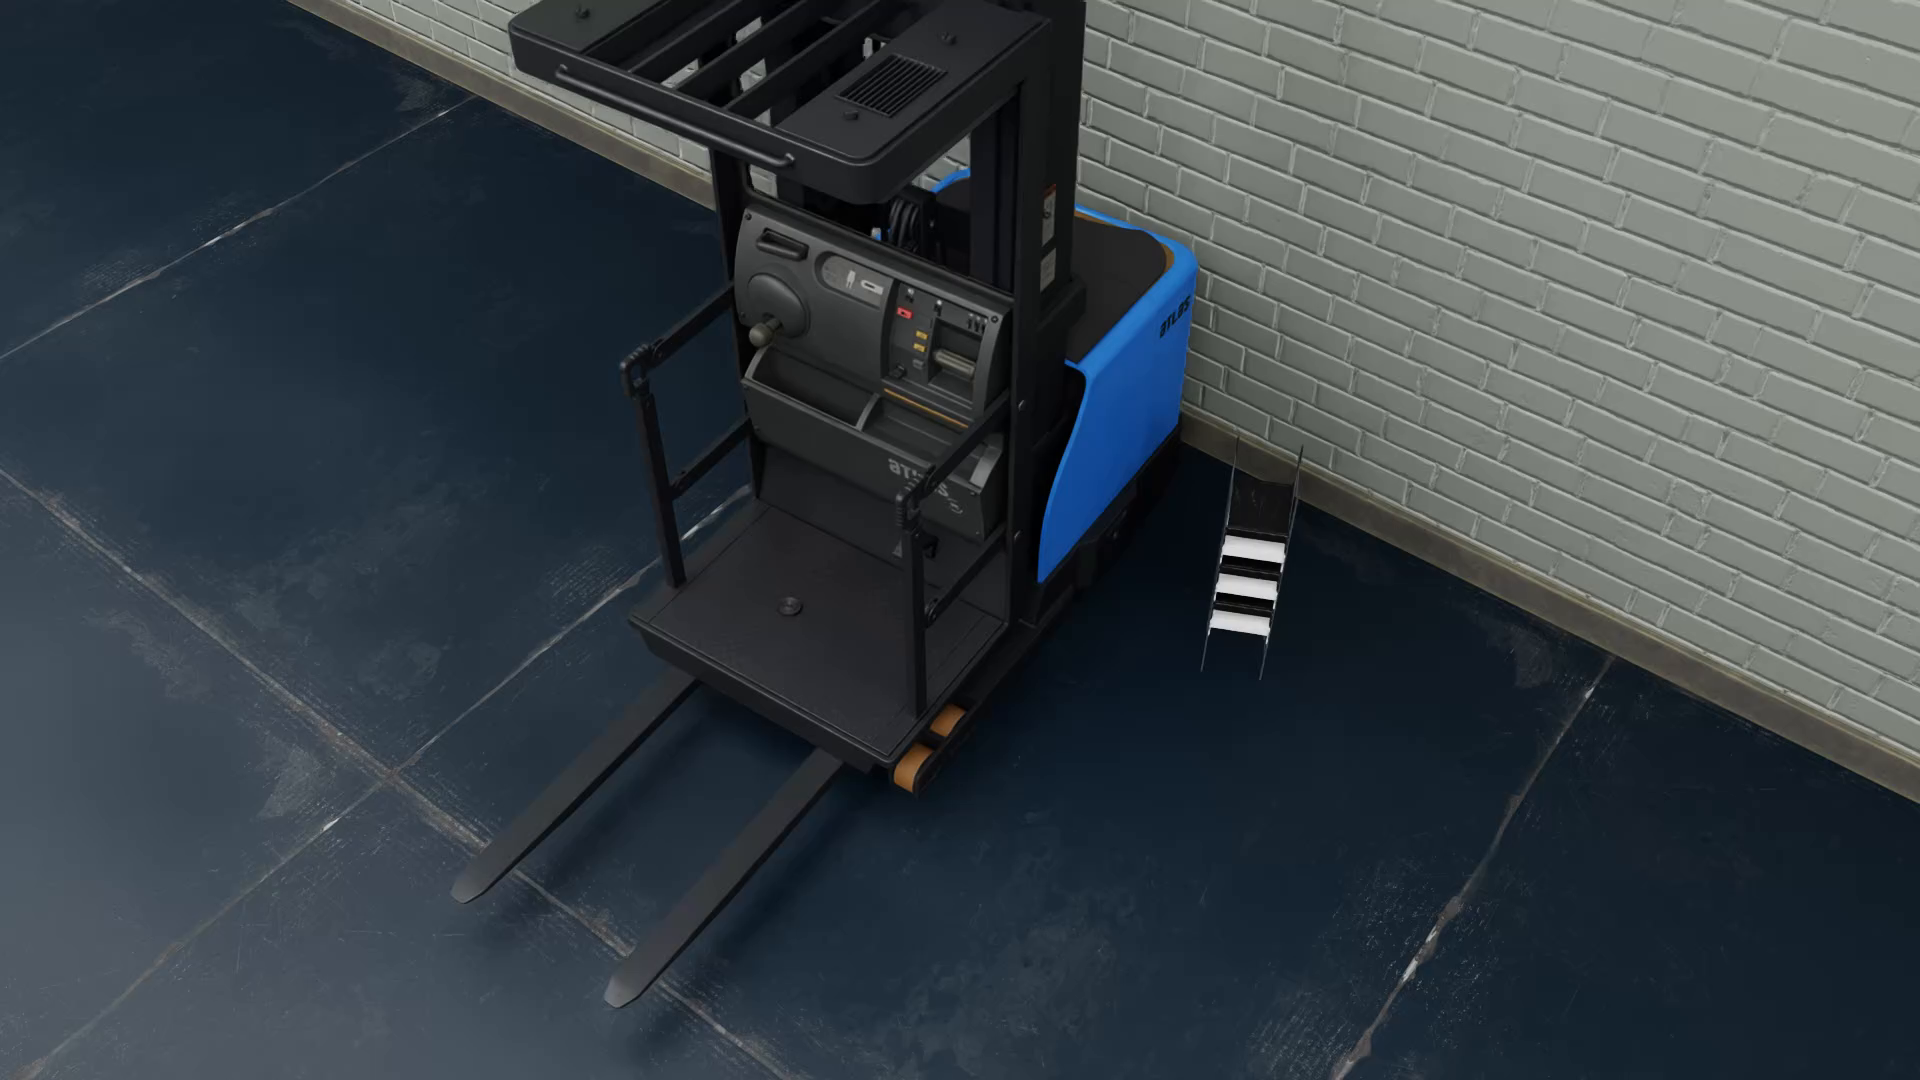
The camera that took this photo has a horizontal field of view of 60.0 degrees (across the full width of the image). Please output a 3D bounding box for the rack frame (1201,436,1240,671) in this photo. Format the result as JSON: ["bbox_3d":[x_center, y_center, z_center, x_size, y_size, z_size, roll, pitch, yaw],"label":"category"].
[{"bbox_3d":[0.868,0.062,5.568,0.006,0.900,0.240,8,47,8],"label":"rack frame"}]

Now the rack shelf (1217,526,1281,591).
[{"bbox_3d":[0.968,0.038,5.513,0.200,0.077,0.258,8,47,8],"label":"rack shelf"}]

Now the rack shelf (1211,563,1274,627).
[{"bbox_3d":[0.968,0.162,5.643,0.200,0.077,0.258,8,47,8],"label":"rack shelf"}]

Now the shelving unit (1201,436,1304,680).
[{"bbox_3d":[0.968,0.077,5.554,0.210,0.900,0.258,8,47,8],"label":"shelving unit"}]

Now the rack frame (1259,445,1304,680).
[{"bbox_3d":[1.067,0.092,5.540,0.006,0.900,0.240,8,47,8],"label":"rack frame"}]

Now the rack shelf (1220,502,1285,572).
[{"bbox_3d":[0.968,-0.024,5.448,0.200,0.077,0.258,8,47,8],"label":"rack shelf"}]

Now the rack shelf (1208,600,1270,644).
[{"bbox_3d":[0.968,0.224,5.708,0.200,0.077,0.258,8,47,8],"label":"rack shelf"}]

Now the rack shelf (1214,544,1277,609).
[{"bbox_3d":[0.968,0.100,5.578,0.200,0.077,0.258,8,47,8],"label":"rack shelf"}]

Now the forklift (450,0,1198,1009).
[{"bbox_3d":[-0.399,-0.581,4.778,1.130,2.935,3.031,26,52,23],"label":"forklift"}]

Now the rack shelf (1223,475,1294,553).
[{"bbox_3d":[0.968,-0.086,5.383,0.200,0.077,0.258,8,47,8],"label":"rack shelf"}]
